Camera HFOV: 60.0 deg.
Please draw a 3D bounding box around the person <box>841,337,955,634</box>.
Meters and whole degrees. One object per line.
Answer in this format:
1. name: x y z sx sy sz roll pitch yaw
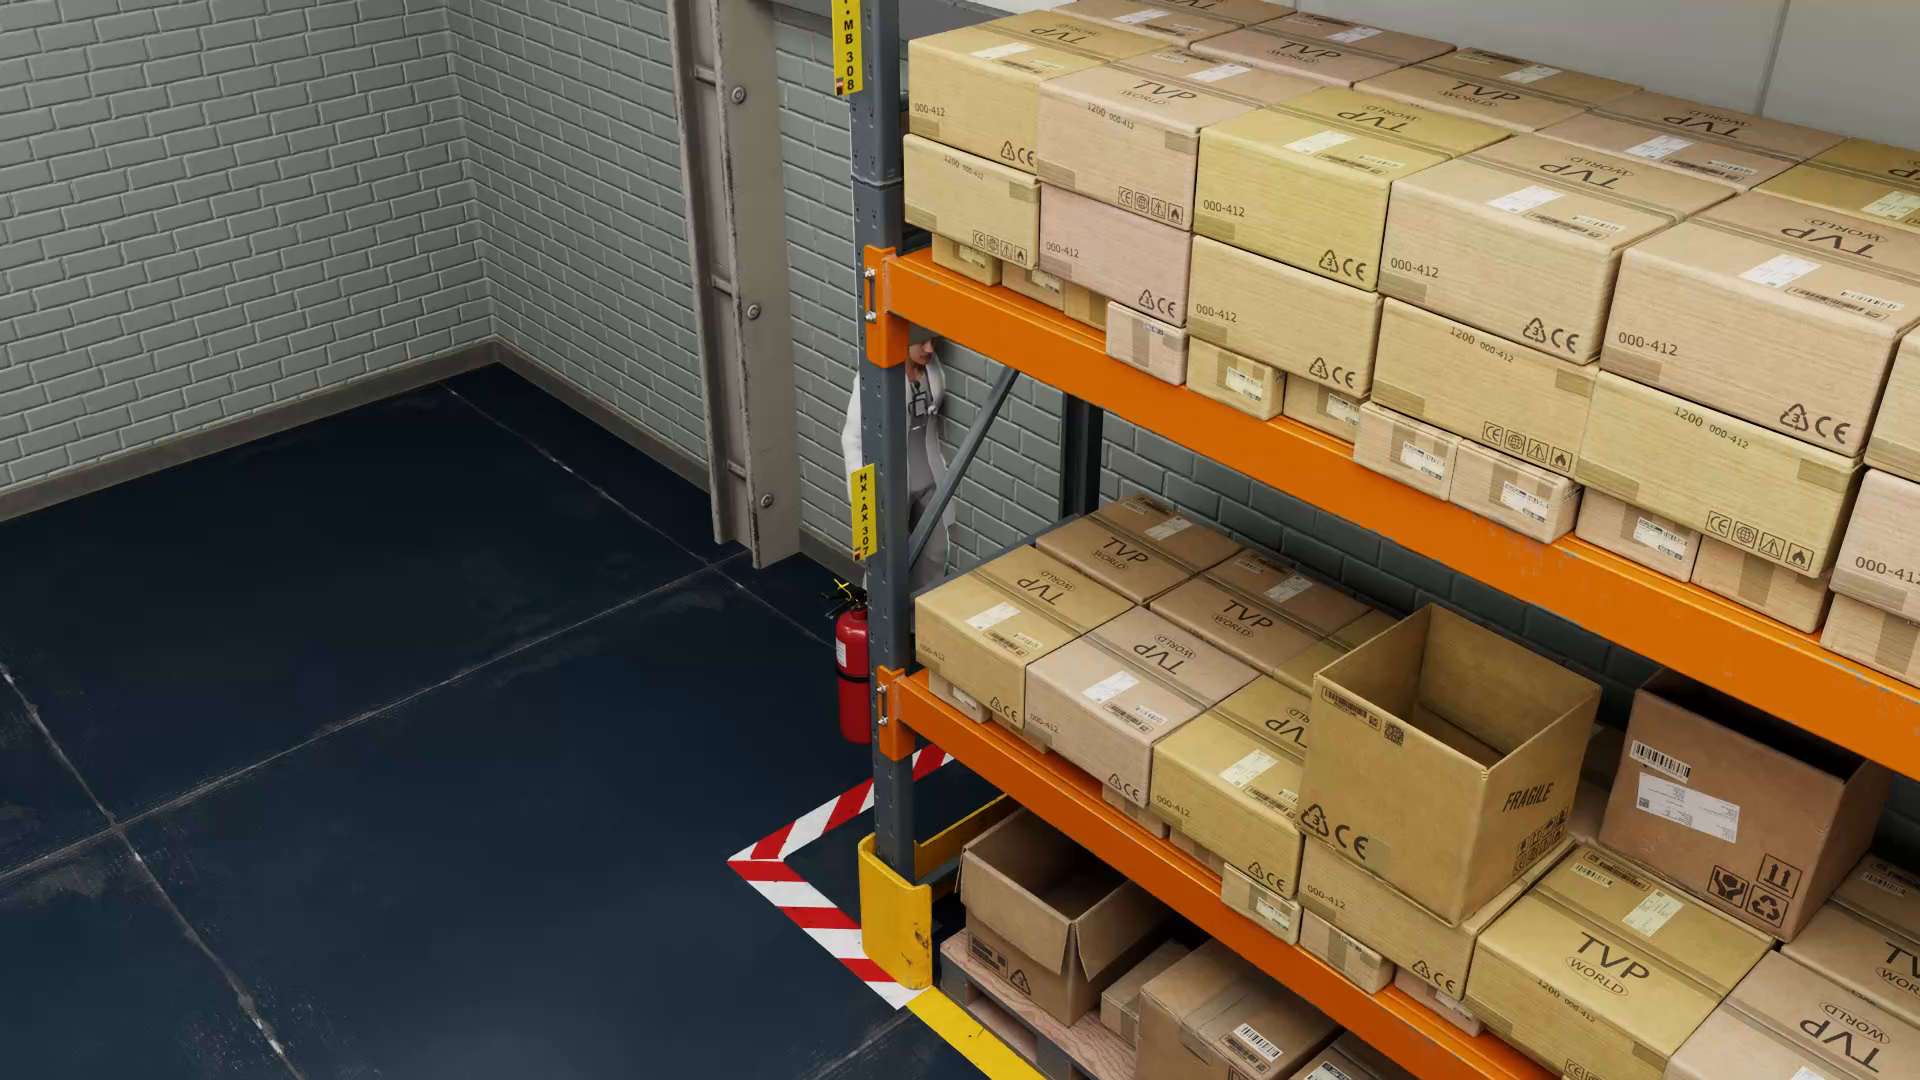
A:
1. person: -0.238 -0.258 7.572 0.656 1.774 0.416 -22 38 -32
